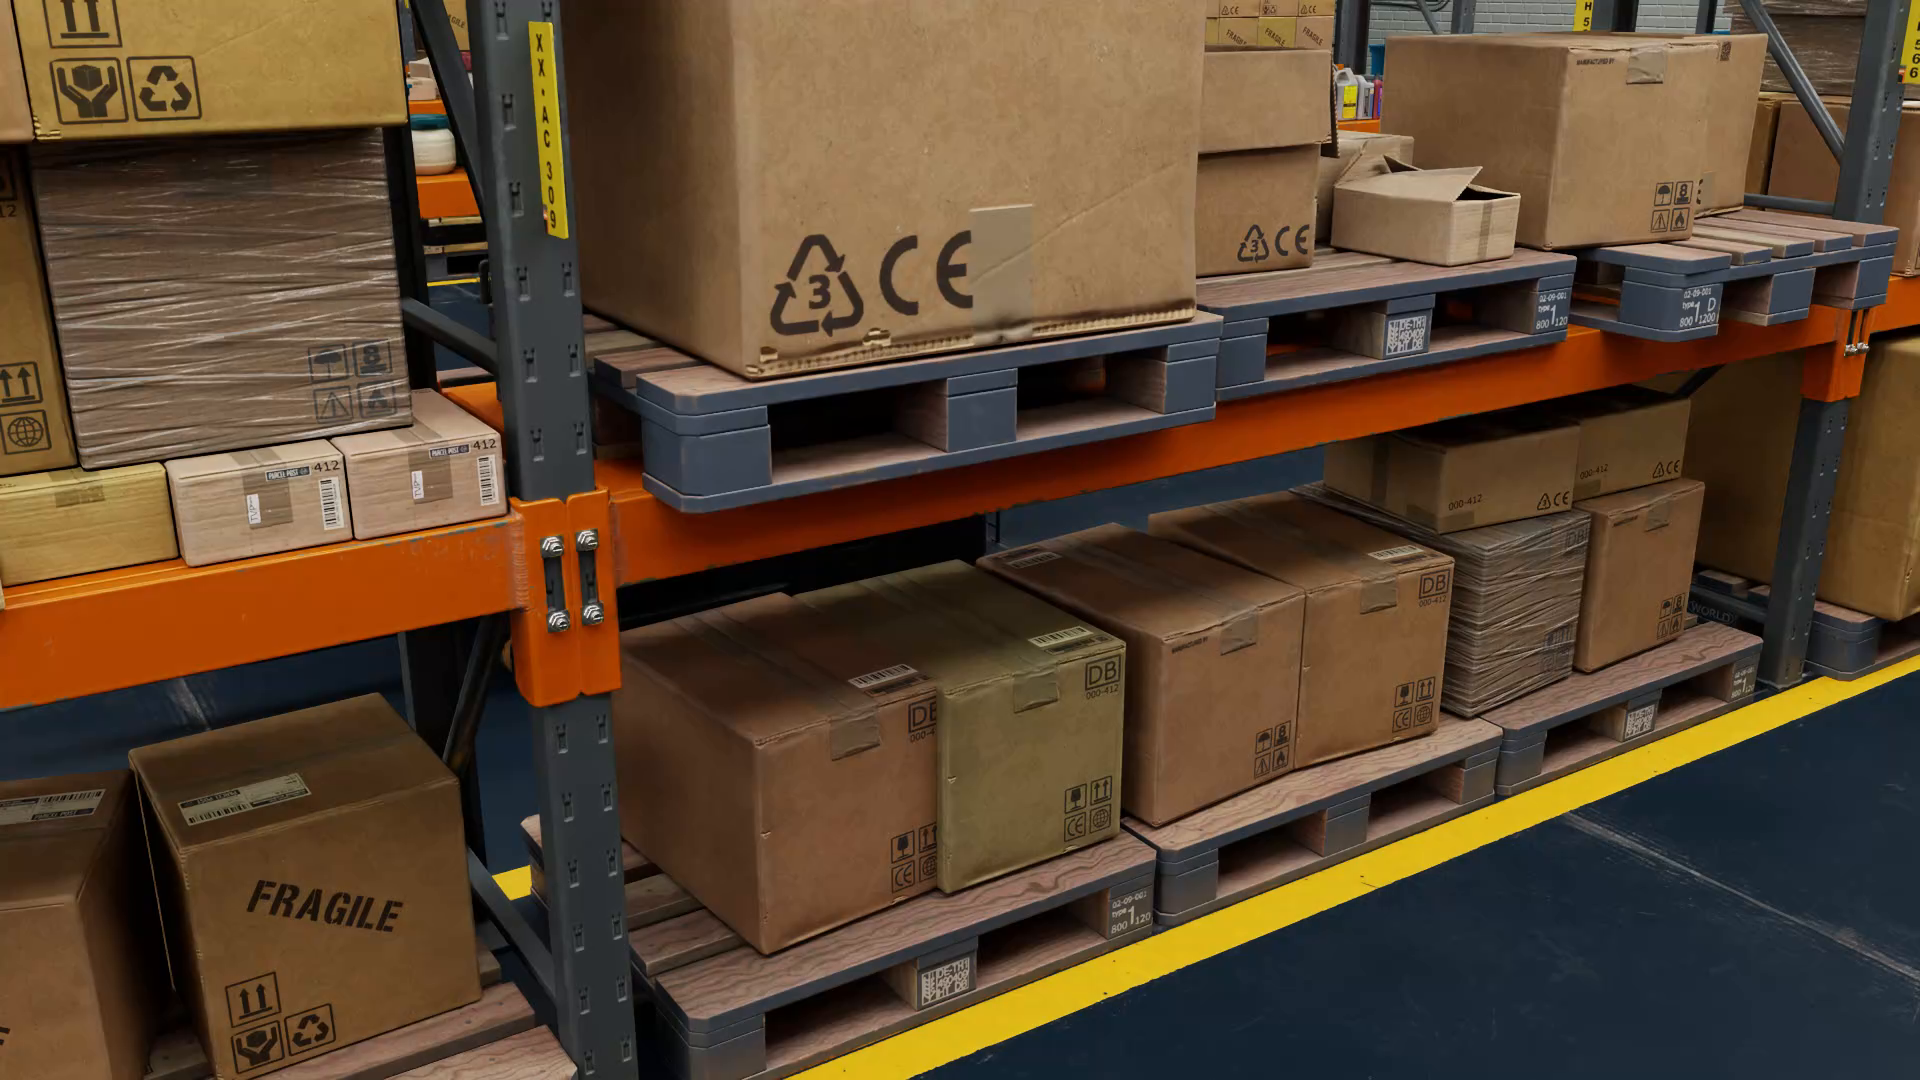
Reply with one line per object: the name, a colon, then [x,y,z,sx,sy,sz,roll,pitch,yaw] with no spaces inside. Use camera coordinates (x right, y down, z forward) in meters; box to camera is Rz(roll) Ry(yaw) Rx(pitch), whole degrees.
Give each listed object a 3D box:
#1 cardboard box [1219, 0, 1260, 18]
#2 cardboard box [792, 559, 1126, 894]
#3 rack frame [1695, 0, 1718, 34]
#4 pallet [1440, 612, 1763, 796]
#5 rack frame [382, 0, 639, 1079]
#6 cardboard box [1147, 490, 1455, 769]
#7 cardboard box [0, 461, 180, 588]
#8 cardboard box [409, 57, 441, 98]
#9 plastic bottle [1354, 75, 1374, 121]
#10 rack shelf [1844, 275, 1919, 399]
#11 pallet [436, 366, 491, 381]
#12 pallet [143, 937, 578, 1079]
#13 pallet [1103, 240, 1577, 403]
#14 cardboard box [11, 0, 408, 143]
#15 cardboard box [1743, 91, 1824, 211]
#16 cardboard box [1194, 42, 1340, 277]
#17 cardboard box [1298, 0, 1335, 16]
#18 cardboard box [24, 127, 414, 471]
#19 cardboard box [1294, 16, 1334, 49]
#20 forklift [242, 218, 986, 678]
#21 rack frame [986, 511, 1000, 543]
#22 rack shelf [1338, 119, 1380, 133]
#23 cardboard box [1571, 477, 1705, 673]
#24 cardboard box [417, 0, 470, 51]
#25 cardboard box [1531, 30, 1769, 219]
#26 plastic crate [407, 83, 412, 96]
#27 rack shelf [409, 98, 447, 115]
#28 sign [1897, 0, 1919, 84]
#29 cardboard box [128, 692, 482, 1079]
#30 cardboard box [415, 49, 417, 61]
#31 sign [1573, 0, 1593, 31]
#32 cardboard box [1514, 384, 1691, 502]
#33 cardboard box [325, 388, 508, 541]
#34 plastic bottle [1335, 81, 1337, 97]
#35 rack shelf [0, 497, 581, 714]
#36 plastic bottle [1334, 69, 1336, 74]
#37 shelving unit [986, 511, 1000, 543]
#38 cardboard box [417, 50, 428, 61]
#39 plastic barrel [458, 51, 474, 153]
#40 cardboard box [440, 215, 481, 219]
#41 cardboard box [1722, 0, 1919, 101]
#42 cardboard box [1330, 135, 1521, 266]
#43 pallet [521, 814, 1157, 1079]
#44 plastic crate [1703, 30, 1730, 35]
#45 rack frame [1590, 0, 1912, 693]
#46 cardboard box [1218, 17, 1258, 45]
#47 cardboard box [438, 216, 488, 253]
cardboard box: [2.554,-5.325,16.096,0.500,0.500,0.500,-11,22,-30]
cardboard box: [-0.017,0.420,4.034,0.500,0.500,0.700,-12,22,-32]
rack frame: [6.348,-3.813,13.338,0.127,3.000,1.000,-12,22,-31]
pallet: [1.737,0.380,5.292,1.213,0.211,1.003,-12,22,-31]
rack frame: [-0.950,-0.374,3.168,0.127,3.000,1.000,-12,22,-31]
cardboard box: [0.916,0.223,4.617,0.500,0.500,0.700,-10,21,-27]
cardboard box: [-1.424,-0.069,2.658,0.250,0.149,0.380,-12,22,-31]
cardboard box: [-3.908,-3.581,12.793,0.500,0.311,0.500,-12,22,-32]
plastic bottle: [2.551,-2.829,10.623,0.135,0.276,0.152,-12,22,-31]
rack shelf: [4.061,-1.090,6.409,4.000,0.370,1.077,-12,22,-31]
pallet: [-2.020,-0.743,8.612,1.213,0.211,1.003,-12,22,-31]
pallet: [-1.492,1.075,3.236,1.213,0.211,1.003,-12,22,-31]
pallet: [0.760,-0.628,4.219,1.213,0.211,1.003,-12,22,-31]
cardboard box: [-1.175,-0.883,2.492,0.500,0.500,0.500,-12,22,-31]
cardboard box: [2.666,-1.279,5.689,0.500,0.500,0.500,-11,22,-30]
cardboard box: [0.447,-0.952,4.060,0.637,0.503,0.797,-9,21,-26]
cardboard box: [3.406,-5.507,16.634,0.500,0.500,0.500,-12,22,-32]
cardboard box: [-1.360,-0.500,2.918,0.500,0.500,0.875,-12,22,-31]
cardboard box: [3.402,-5.034,16.795,0.500,0.500,0.500,-11,22,-30]
forklift: [-1.422,-1.121,5.484,3.031,2.935,1.130,-11,22,-30]
rack frame: [0.092,-0.446,6.658,0.006,0.900,0.240,-12,22,-31]
rack shelf: [1.337,-2.415,10.328,4.000,0.370,1.077,-12,22,-31]
cardboard box: [1.842,0.021,5.217,0.500,0.500,0.700,-13,23,-34]
cardboard box: [-5.236,-5.268,16.992,0.500,0.500,0.500,-11,22,-30]
cardboard box: [1.961,-1.219,4.855,0.500,0.500,0.500,-15,24,-38]
plastic crate: [-2.924,-1.969,7.910,0.575,0.384,0.392,-12,22,-31]
rack shelf: [-4.725,-3.036,12.164,4.000,0.370,1.077,-12,22,-31]
sign: [2.697,-1.446,4.654,0.005,0.325,0.100,-12,22,-31]
cardboard box: [-1.306,0.671,3.324,0.500,0.500,0.500,-13,22,-33]
cardboard box: [-5.651,-5.070,17.418,0.250,0.149,0.380,-12,22,-31]
sign: [2.082,-1.775,5.504,0.005,0.325,0.100,-12,22,-31]
cardboard box: [1.847,-0.332,5.089,0.500,0.250,0.500,-11,22,-29]
cardboard box: [-0.968,-0.139,2.863,0.250,0.149,0.380,-12,22,-31]
plastic bottle: [2.265,-2.803,10.428,0.185,0.351,0.144,-12,22,-31]
rack shelf: [-2.621,0.319,2.241,4.000,0.370,1.077,-12,22,-31]
plastic bottle: [2.340,-2.874,10.638,0.185,0.351,0.144,-12,22,-31]
shelving unit: [0.007,-0.428,6.605,0.210,0.900,0.258,-12,22,-31]
cardboard box: [-5.380,-4.940,17.034,0.250,0.149,0.380,-12,22,-32]
plastic barrel: [-2.142,-2.002,7.772,0.433,0.535,0.433,0,19,0]
cardboard box: [-3.787,-2.640,12.631,0.500,0.311,0.500,-12,22,-32]
cardboard box: [3.010,-1.726,5.443,0.637,0.503,0.797,-11,22,-30]
cardboard box: [1.146,-0.848,4.123,0.258,0.266,0.396,-13,22,-33]
pallet: [-0.301,0.809,4.021,1.213,0.211,1.003,-12,22,-31]
plastic crate: [6.171,-3.749,13.001,0.499,0.435,0.616,-12,22,-31]
rack frame: [2.390,-1.079,5.252,0.127,3.000,1.000,-12,22,-31]
cardboard box: [2.551,-4.855,16.266,0.500,0.500,0.500,-12,22,-31]
cardboard box: [-3.789,-2.376,12.726,0.500,0.250,0.500,-12,22,-32]
